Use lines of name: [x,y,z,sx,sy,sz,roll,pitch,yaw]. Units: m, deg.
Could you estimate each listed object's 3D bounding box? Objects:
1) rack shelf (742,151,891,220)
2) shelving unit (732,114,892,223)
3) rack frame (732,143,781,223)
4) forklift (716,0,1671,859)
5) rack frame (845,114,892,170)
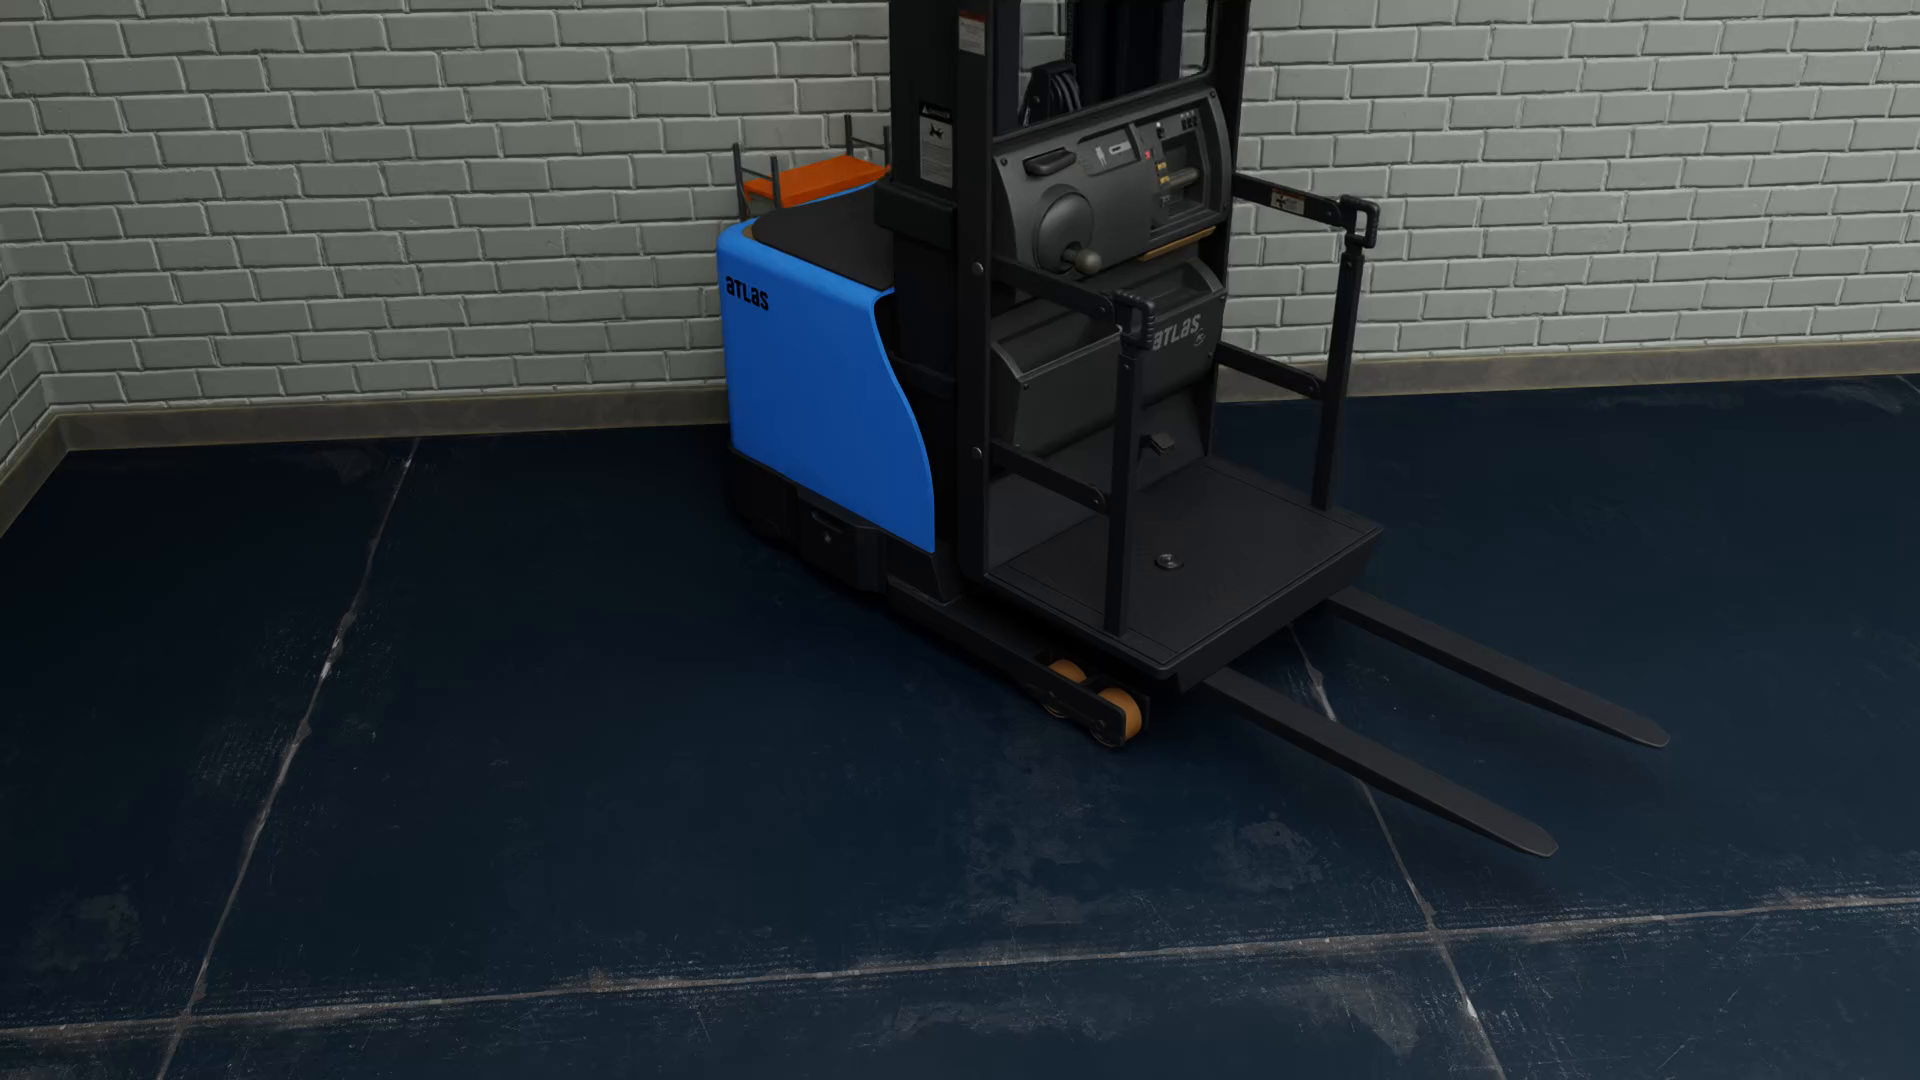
rack shelf: [-0.504,-1.218,5.842,0.480,0.148,0.258,-25,37,-35]
shelving unit: [-0.492,-0.876,6.035,0.503,1.200,0.258,-25,37,-35]
rack frame: [-0.674,-0.792,5.896,0.015,1.200,0.240,-25,37,-35]
forklift: [0.594,-0.968,4.513,1.130,2.935,3.031,-27,40,-37]
rack frame: [-0.310,-0.961,6.174,0.015,1.200,0.240,-25,37,-35]
